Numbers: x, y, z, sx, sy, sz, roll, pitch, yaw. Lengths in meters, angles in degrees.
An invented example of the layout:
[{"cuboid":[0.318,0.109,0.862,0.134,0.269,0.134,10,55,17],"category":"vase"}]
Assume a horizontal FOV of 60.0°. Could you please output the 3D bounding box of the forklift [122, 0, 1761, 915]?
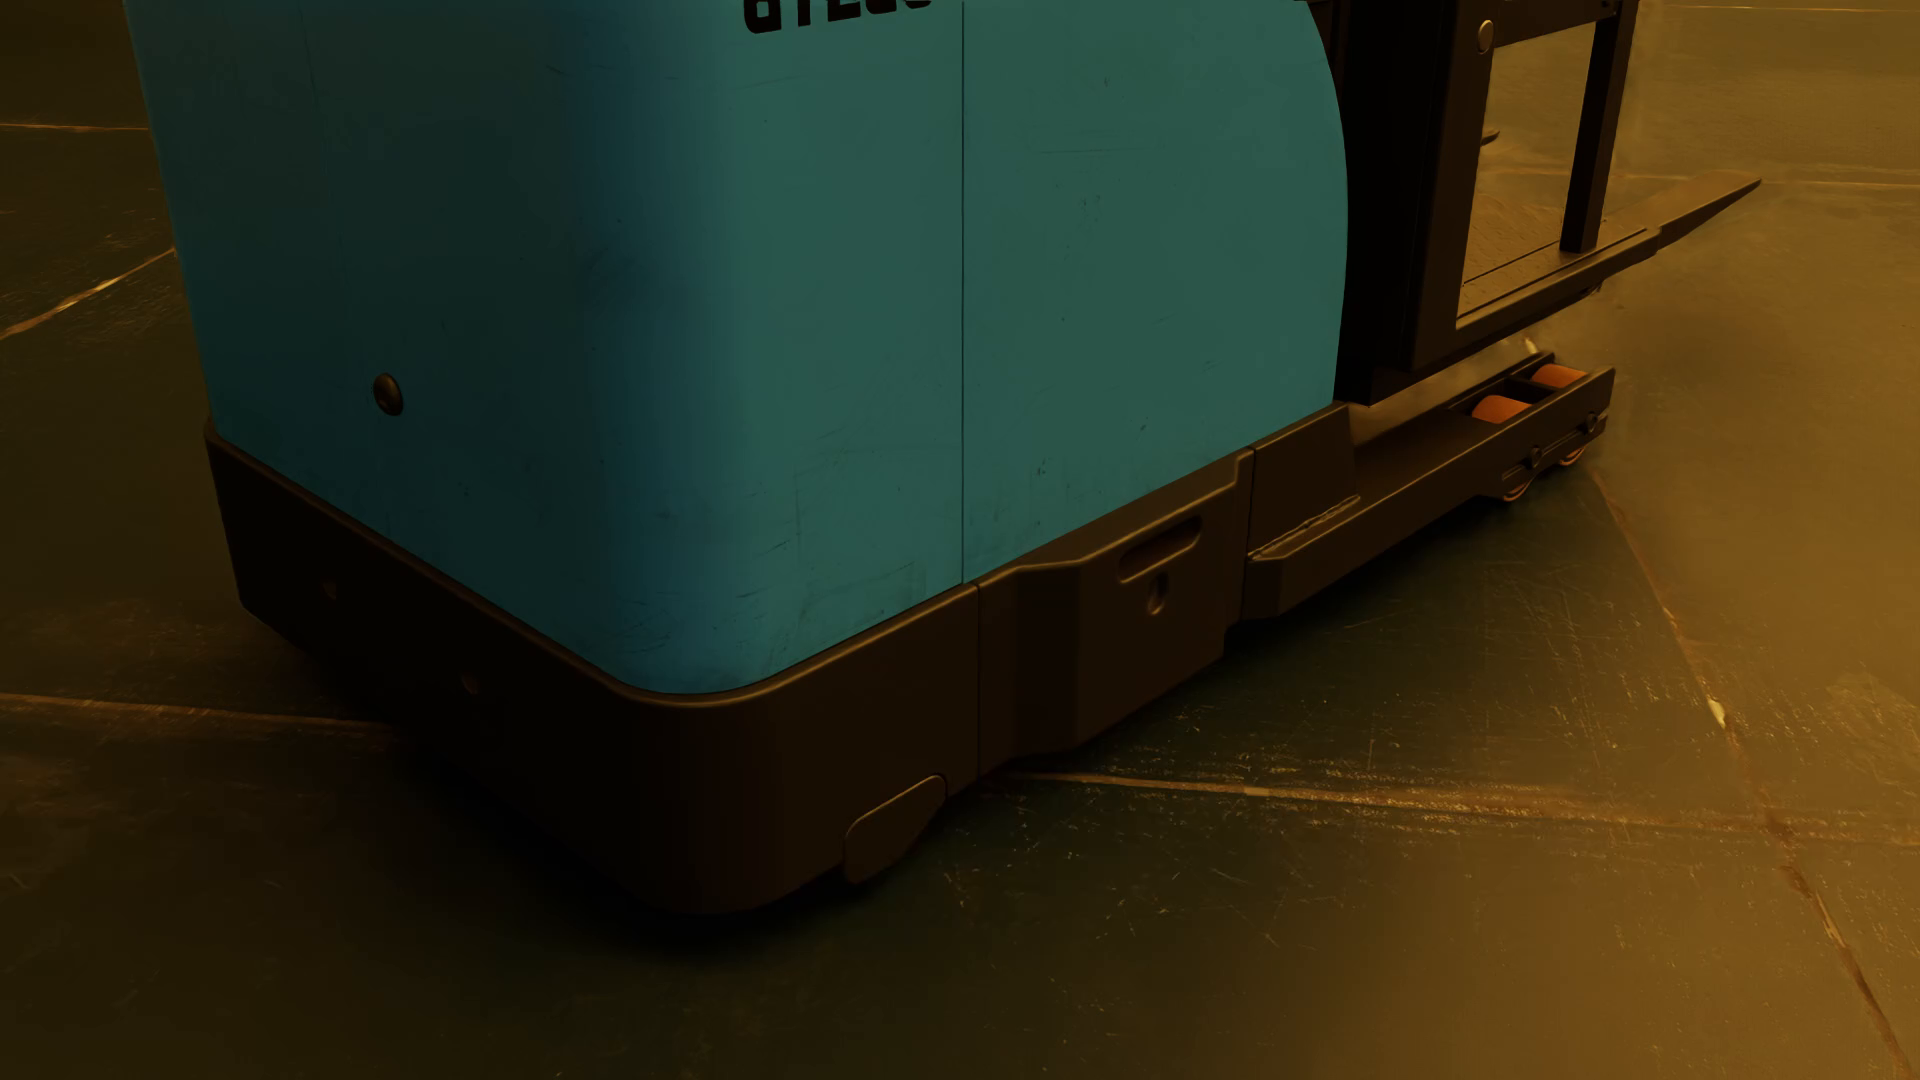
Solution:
[{"cuboid":[0.429,-1.513,2.249,1.130,2.935,3.031,23,35,38],"category":"forklift"}]
